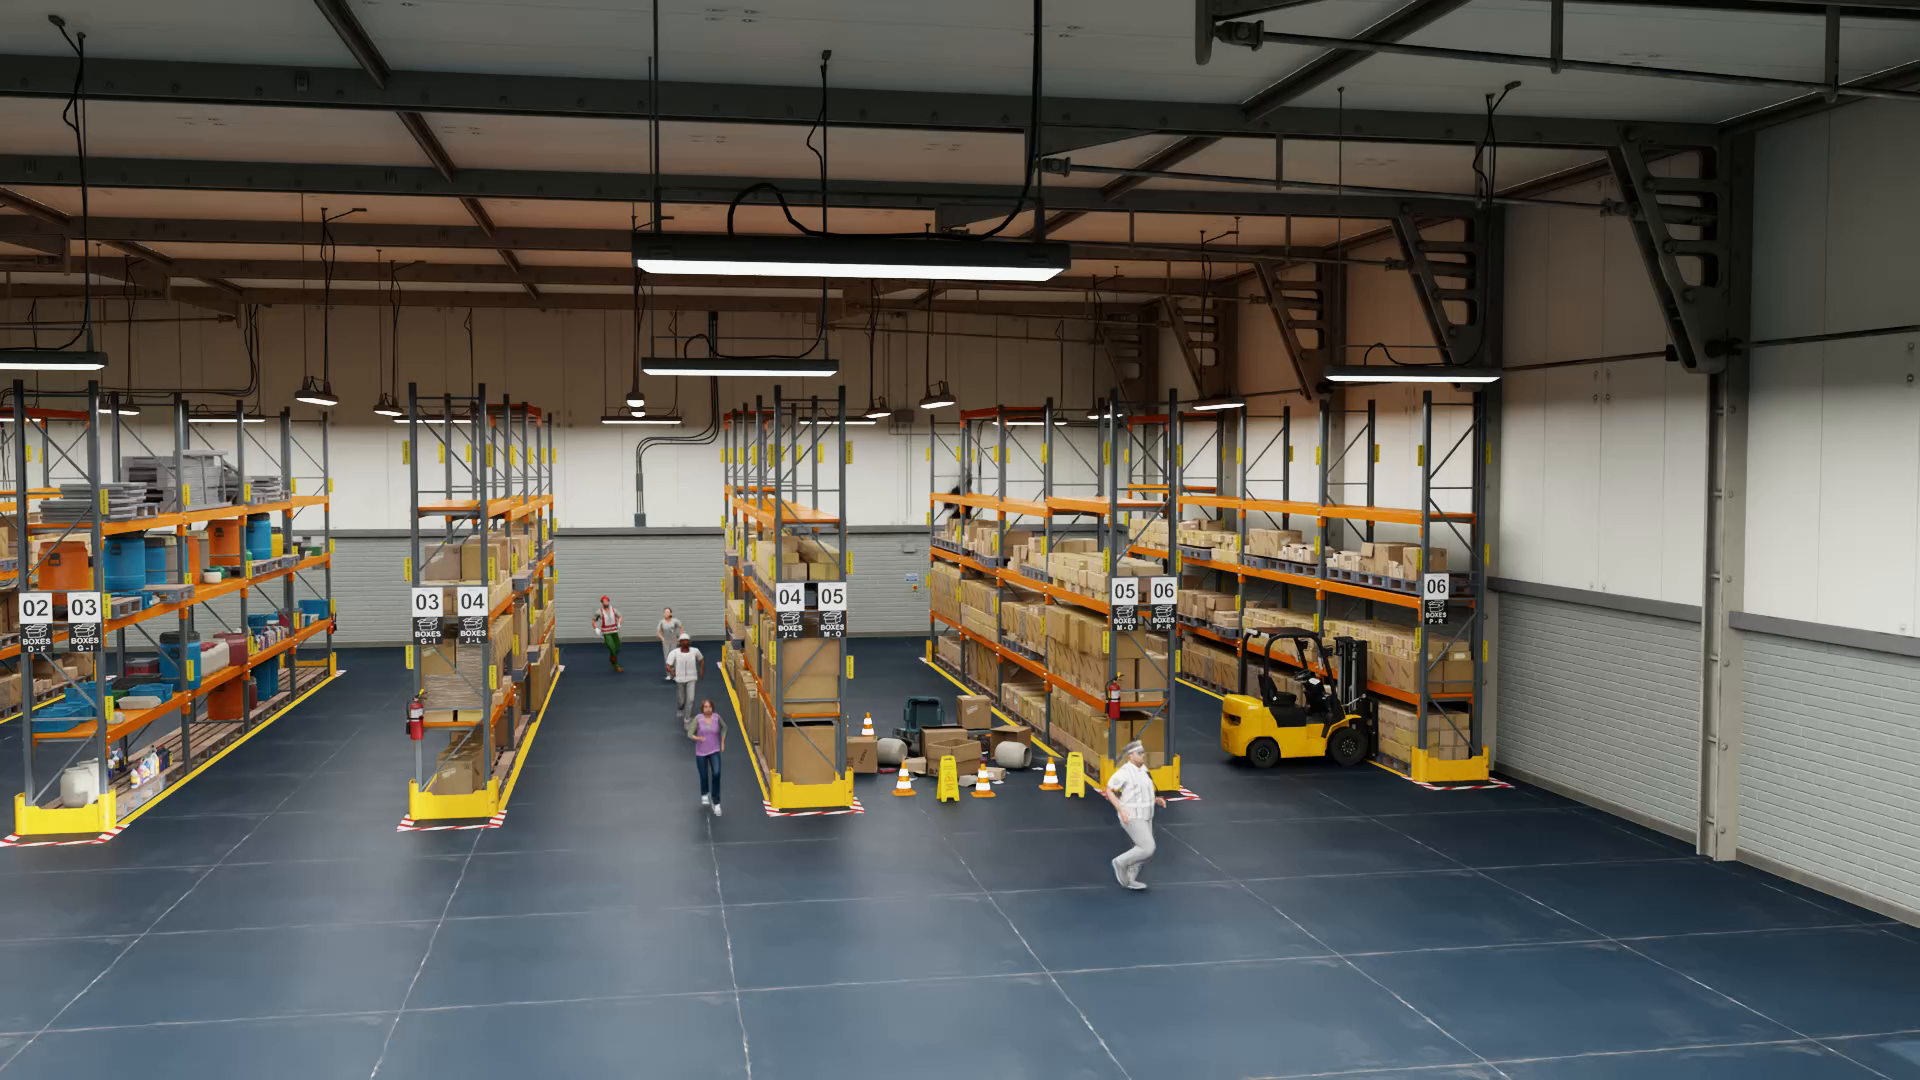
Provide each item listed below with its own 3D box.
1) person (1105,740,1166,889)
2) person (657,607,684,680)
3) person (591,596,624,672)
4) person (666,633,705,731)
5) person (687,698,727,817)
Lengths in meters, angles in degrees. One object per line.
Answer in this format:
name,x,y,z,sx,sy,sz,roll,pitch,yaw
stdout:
person,2.072,3.163,19.092,0.592,1.728,0.663,2,4,35
person,-6.474,2.314,37.126,0.583,1.627,0.628,0,3,-3
person,-8.163,2.166,38.615,0.720,1.742,0.805,-2,3,-28
person,-5.042,2.589,30.605,0.712,1.754,0.932,-1,3,-13
person,-3.555,3.022,23.399,0.567,1.615,0.798,-1,3,-12
